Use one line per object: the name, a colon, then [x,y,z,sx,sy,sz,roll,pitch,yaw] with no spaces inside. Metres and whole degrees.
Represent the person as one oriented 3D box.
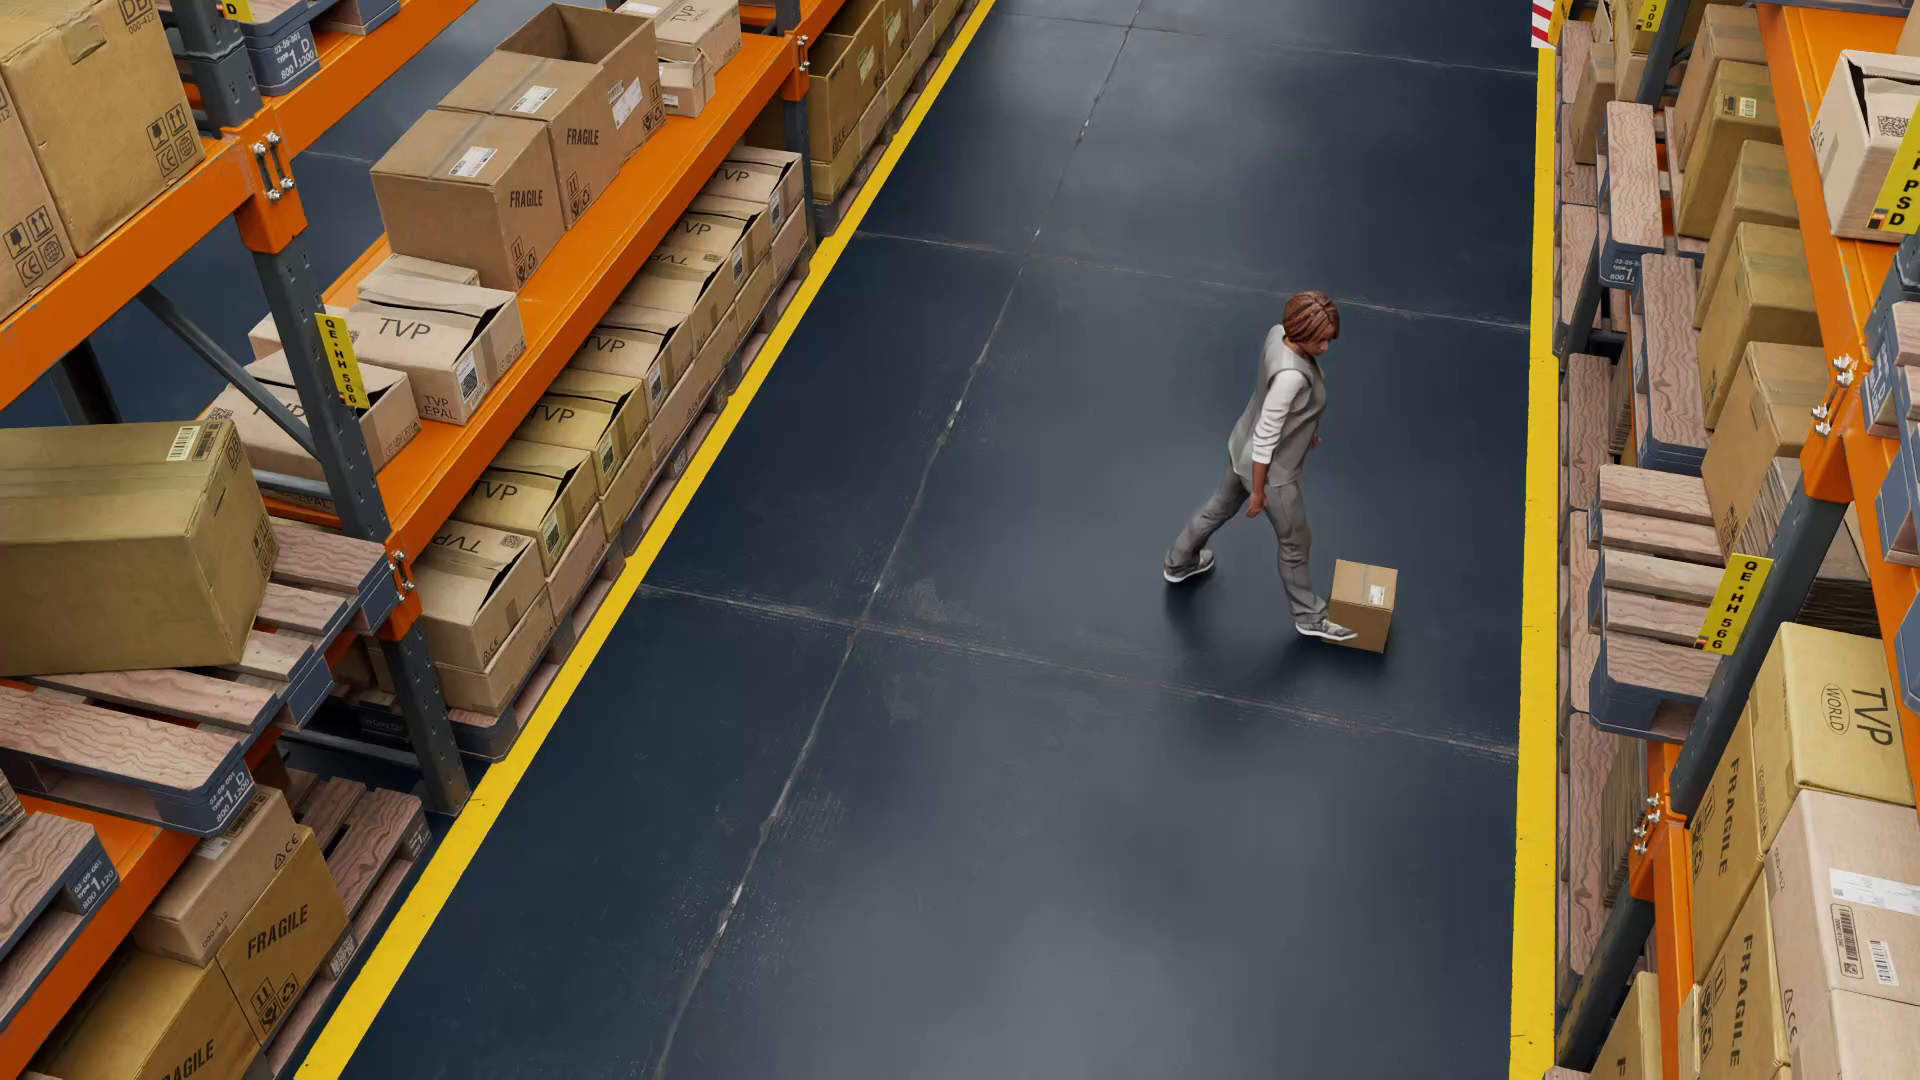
person: [1.261,-0.328,6.524,0.779,1.551,0.541,0,42,0]
